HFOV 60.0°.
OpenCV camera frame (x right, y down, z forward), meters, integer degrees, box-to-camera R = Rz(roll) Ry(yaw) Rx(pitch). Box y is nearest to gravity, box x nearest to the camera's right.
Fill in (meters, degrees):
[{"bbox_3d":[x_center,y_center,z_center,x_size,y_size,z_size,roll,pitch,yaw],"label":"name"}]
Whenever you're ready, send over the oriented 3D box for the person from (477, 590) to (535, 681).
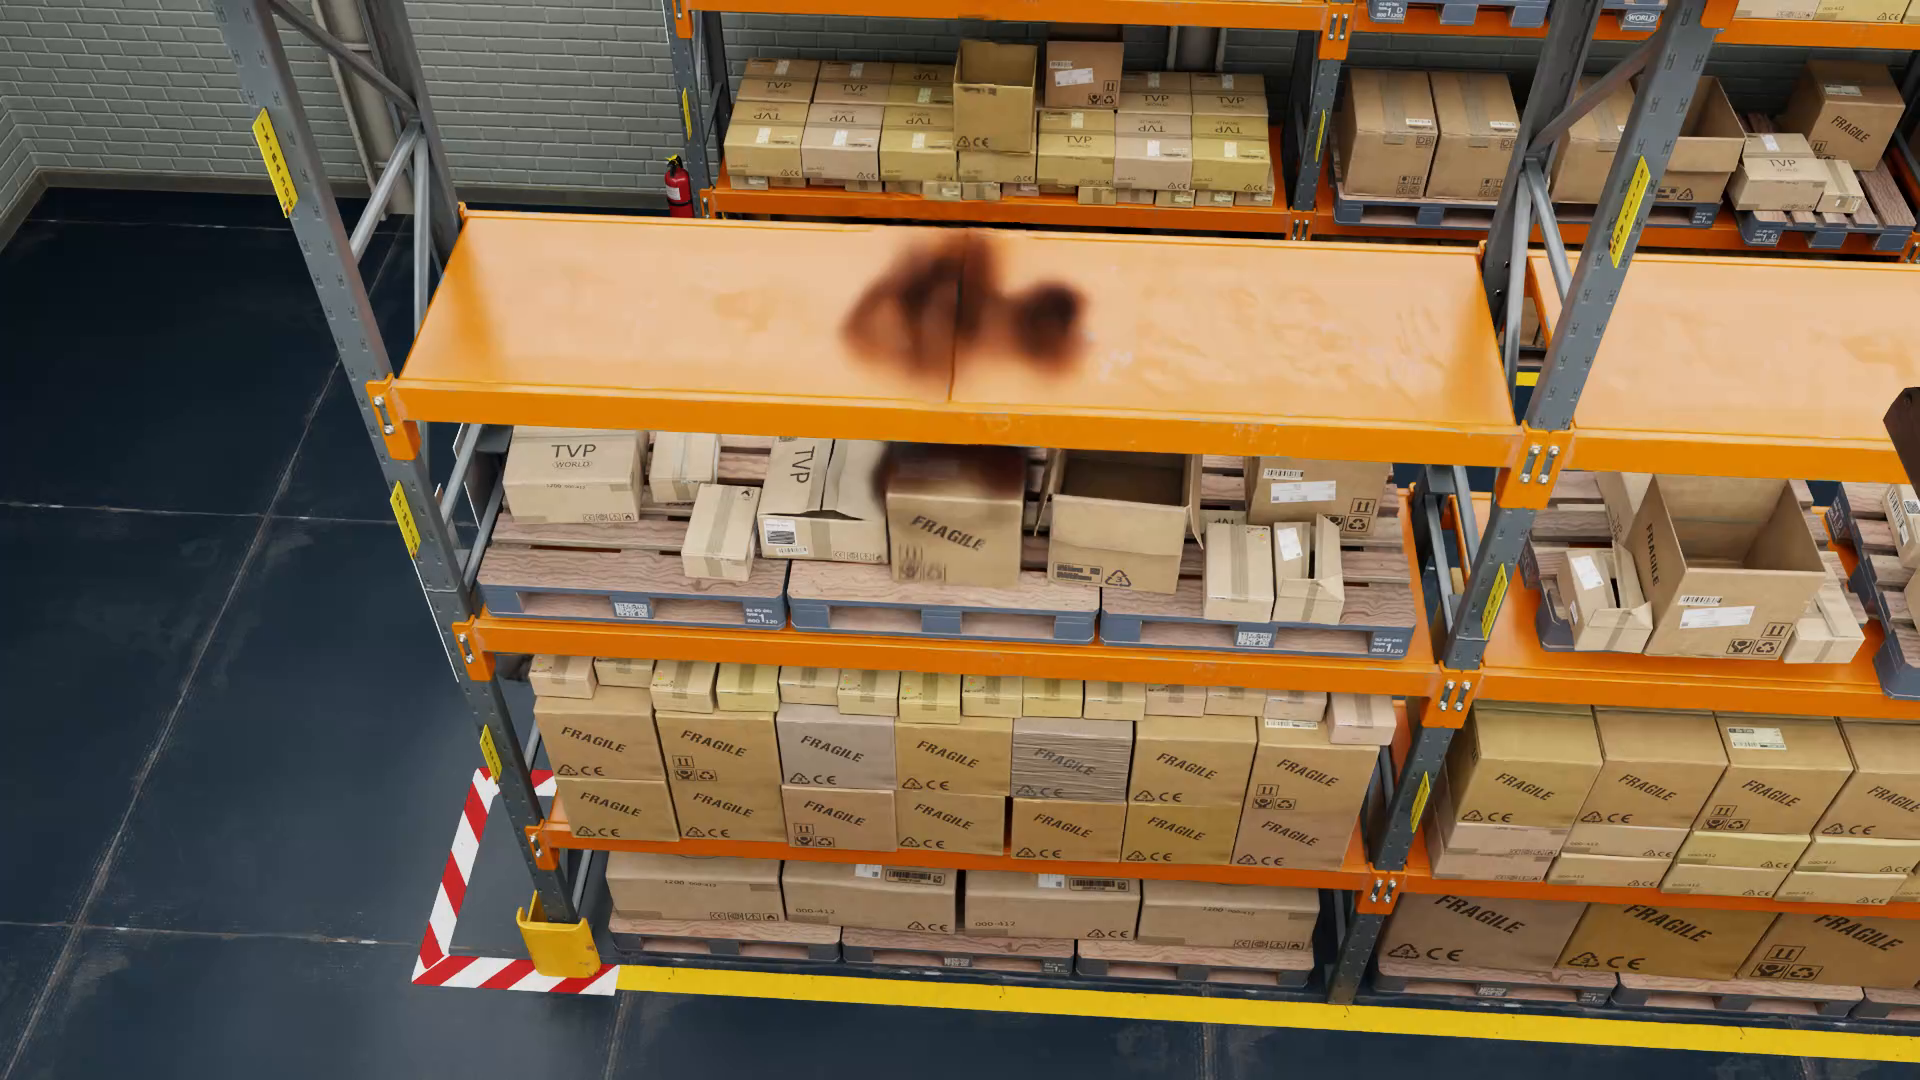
[{"bbox_3d":[-2.412,0.438,9.266,0.509,1.612,0.651,-24,52,-20],"label":"person"}]
